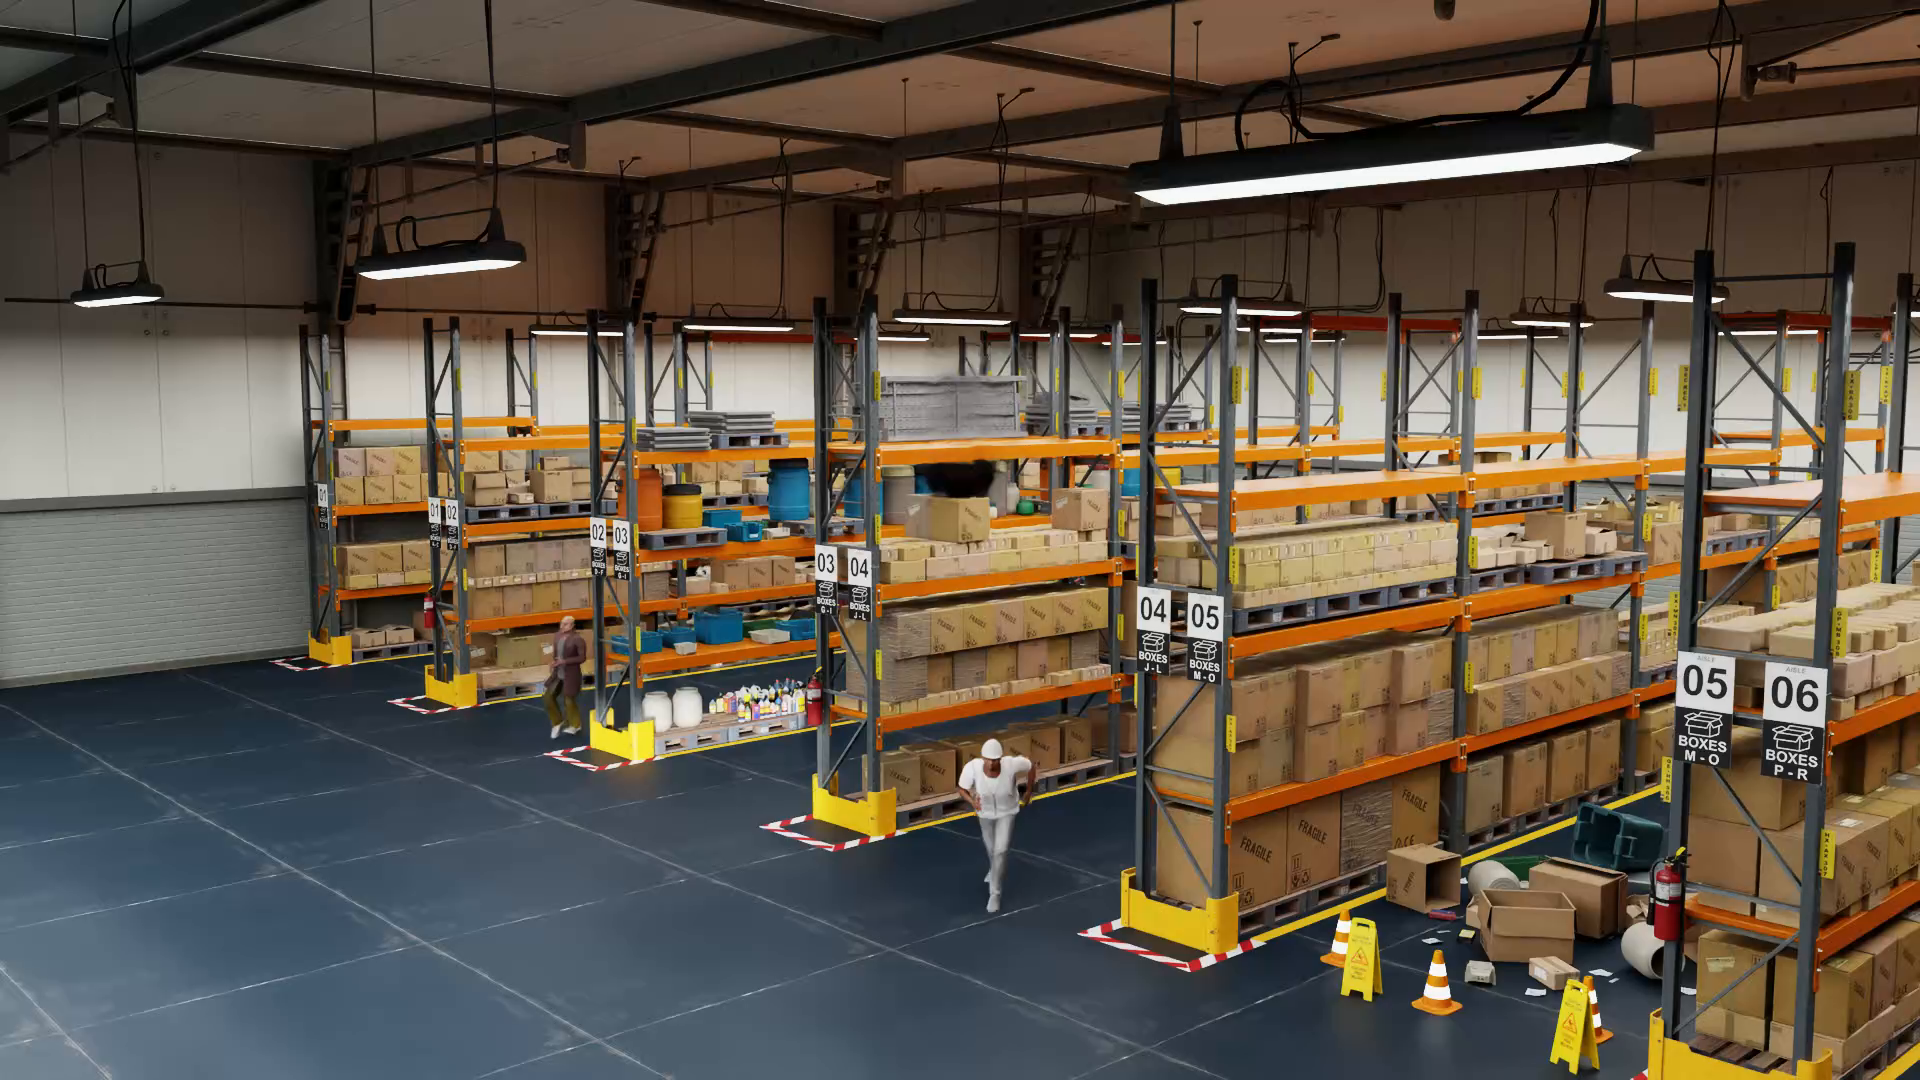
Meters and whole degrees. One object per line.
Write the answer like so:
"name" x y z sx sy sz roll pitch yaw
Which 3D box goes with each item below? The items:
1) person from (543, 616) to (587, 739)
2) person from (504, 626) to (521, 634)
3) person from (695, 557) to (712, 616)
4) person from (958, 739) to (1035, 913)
"person" -5.551 1.943 23.488 0.676 1.780 0.753 2 6 22
"person" -7.776 1.406 28.970 0.593 1.681 0.652 -6 8 -44
"person" -5.011 1.072 32.426 0.569 1.661 0.554 5 8 40
"person" 0.363 2.721 16.270 0.747 1.718 1.045 1 6 6
